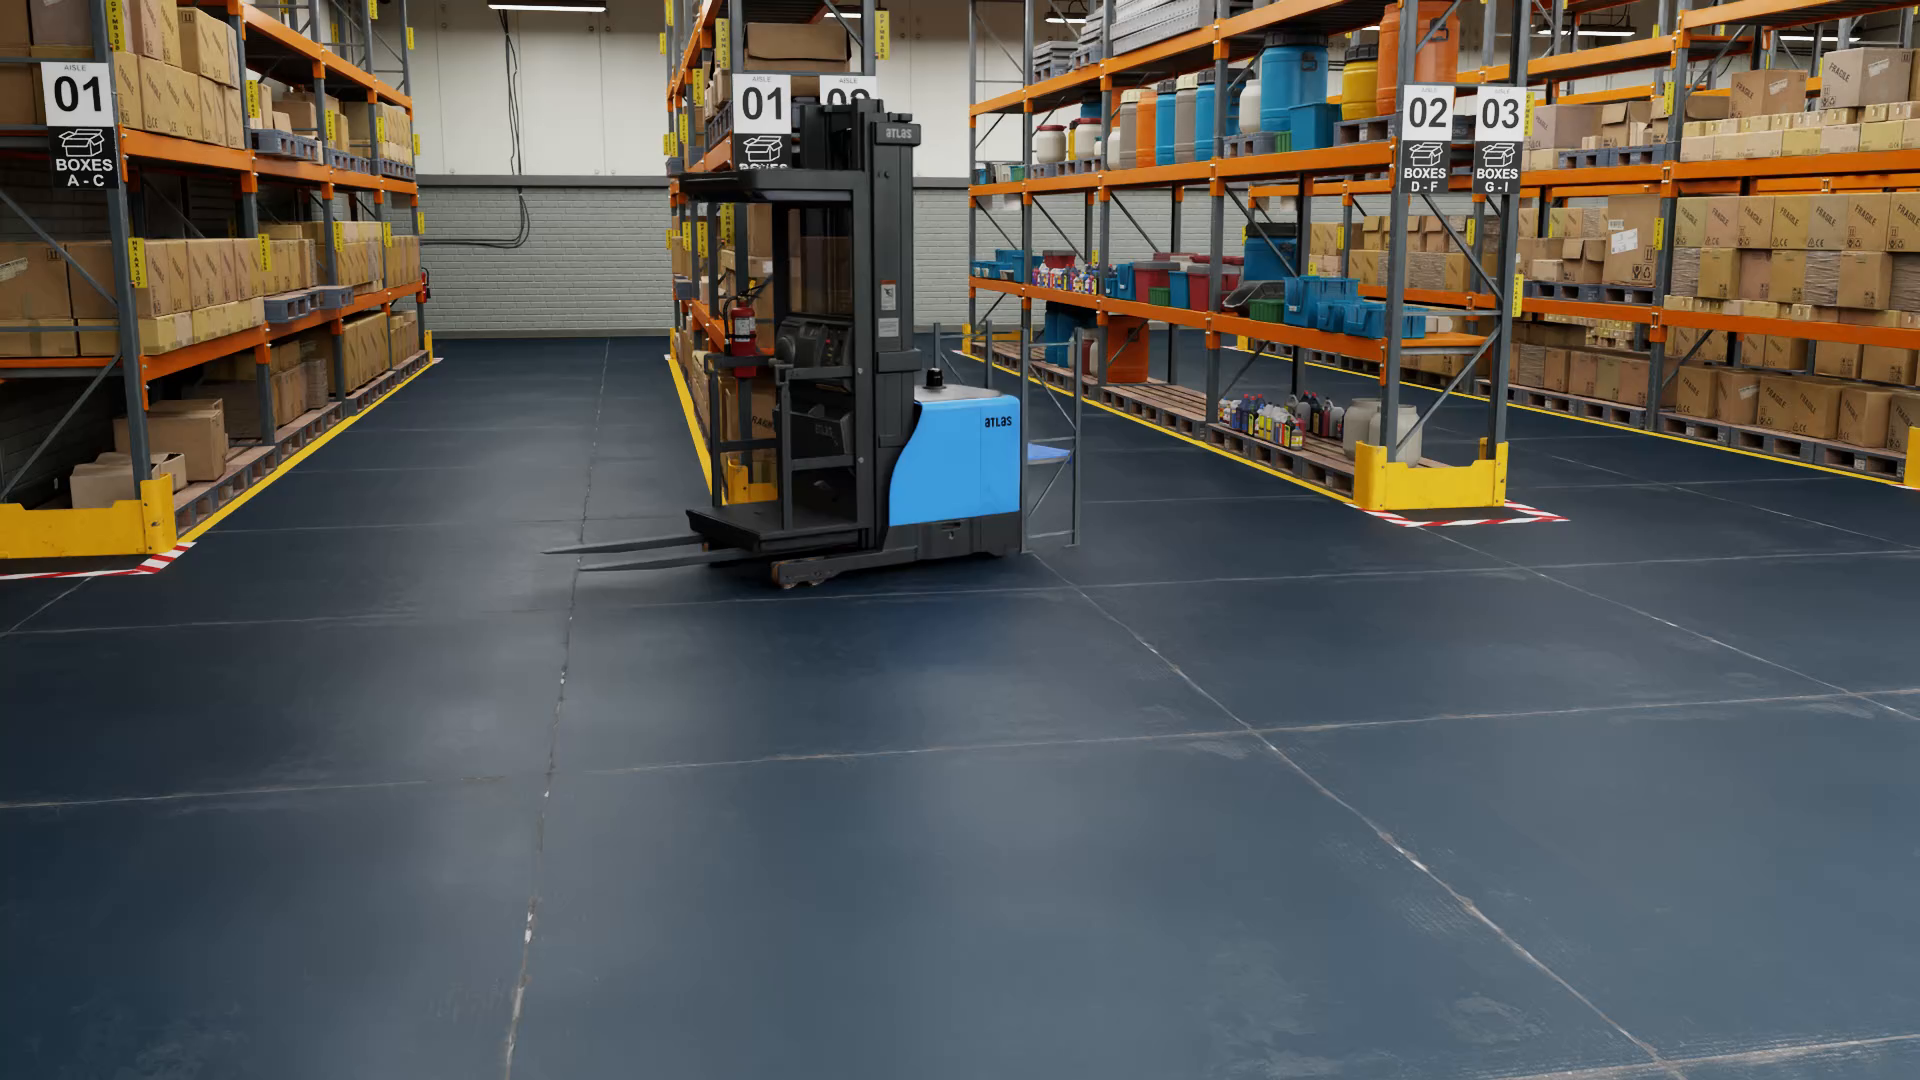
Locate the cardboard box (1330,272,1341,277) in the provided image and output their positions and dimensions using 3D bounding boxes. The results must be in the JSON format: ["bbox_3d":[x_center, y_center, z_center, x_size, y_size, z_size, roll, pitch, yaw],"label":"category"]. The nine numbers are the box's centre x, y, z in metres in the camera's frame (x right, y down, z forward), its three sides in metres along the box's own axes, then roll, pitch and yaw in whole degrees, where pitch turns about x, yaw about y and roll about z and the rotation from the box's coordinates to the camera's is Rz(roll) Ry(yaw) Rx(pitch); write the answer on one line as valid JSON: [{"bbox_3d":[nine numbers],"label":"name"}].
[{"bbox_3d":[5.914,-4.041,25.577,0.380,0.149,0.250,-2,11,-11],"label":"cardboard box"}]

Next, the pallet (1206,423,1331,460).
[{"bbox_3d":[3.081,-0.979,16.273,1.003,0.211,1.213,-2,11,-11],"label":"pallet"}]

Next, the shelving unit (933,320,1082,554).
[{"bbox_3d":[0.317,-0.750,11.626,0.538,1.500,1.048,-8,13,-35],"label":"shelving unit"}]

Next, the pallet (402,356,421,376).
[{"bbox_3d":[-8.594,-2.577,24.670,1.003,0.211,1.213,-2,11,-11],"label":"pallet"}]

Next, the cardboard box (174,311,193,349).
[{"bbox_3d":[-5.847,-1.511,11.961,0.500,0.250,0.500,-2,11,-13],"label":"cardboard box"}]

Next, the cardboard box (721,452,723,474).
[{"bbox_3d":[-1.692,-0.686,13.509,0.500,0.250,0.500,-2,11,-11],"label":"cardboard box"}]

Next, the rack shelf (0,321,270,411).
[{"bbox_3d":[-6.337,-1.393,12.915,1.077,0.370,4.000,-2,11,-11],"label":"rack shelf"}]

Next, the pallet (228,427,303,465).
[{"bbox_3d":[-6.879,-0.886,15.785,1.003,0.211,1.213,-2,11,-11],"label":"pallet"}]

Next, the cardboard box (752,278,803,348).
[{"bbox_3d":[-1.168,-1.695,12.313,0.700,0.500,0.500,-2,11,-11],"label":"cardboard box"}]

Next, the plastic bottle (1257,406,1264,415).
[{"bbox_3d":[2.844,-1.126,15.708,0.097,0.271,0.097,0,11,0],"label":"plastic bottle"}]

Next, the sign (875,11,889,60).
[{"bbox_3d":[-0.544,-3.521,11.601,0.100,0.325,0.005,-2,11,-11],"label":"sign"}]

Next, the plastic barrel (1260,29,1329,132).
[{"bbox_3d":[3.080,-4.213,15.321,0.600,0.901,0.708,-2,11,-11],"label":"plastic barrel"}]

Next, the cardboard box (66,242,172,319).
[{"bbox_3d":[-5.746,-1.782,11.380,0.500,0.500,0.500,-2,11,-11],"label":"cardboard box"}]

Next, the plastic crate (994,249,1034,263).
[{"bbox_3d":[0.906,-4.666,27.935,0.616,0.435,0.499,-2,11,-11],"label":"plastic crate"}]

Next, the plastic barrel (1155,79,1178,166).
[{"bbox_3d":[2.425,-4.518,18.049,0.600,0.901,0.708,-2,11,-11],"label":"plastic barrel"}]

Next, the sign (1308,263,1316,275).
[{"bbox_3d":[3.533,-2.627,16.736,0.100,0.325,0.005,-2,11,-11],"label":"sign"}]

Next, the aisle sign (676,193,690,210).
[{"bbox_3d":[-4.503,-5.773,27.054,0.394,0.787,0.004,-2,11,-11],"label":"aisle sign"}]

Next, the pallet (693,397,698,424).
[{"bbox_3d":[-2.524,-1.505,19.039,1.003,0.211,1.213,-2,11,-11],"label":"pallet"}]

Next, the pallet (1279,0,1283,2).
[{"bbox_3d":[3.420,-4.757,14.194,1.003,0.211,1.213,-2,11,-11],"label":"pallet"}]

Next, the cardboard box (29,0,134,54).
[{"bbox_3d":[-5.785,-3.482,10.953,0.500,0.500,0.500,-3,11,-15],"label":"cardboard box"}]

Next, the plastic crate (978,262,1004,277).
[{"bbox_3d":[0.511,-4.443,27.306,0.416,0.233,0.300,-2,11,-11],"label":"plastic crate"}]

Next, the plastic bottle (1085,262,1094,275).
[{"bbox_3d":[1.830,-3.720,23.352,0.144,0.351,0.185,-2,11,-11],"label":"plastic bottle"}]

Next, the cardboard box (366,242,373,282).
[{"bbox_3d":[-7.747,-3.524,21.072,0.500,0.500,0.500,-2,11,-11],"label":"cardboard box"}]

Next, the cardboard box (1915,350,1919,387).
[{"bbox_3d":[12.342,-2.204,20.146,1.050,0.750,0.750,-2,11,-11],"label":"cardboard box"}]

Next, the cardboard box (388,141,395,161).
[{"bbox_3d":[-8.243,-5.466,23.378,0.500,0.250,0.500,-2,11,-12],"label":"cardboard box"}]

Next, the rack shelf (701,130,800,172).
[{"bbox_3d":[-1.479,-3.047,13.584,1.077,0.370,4.000,-2,11,-11],"label":"rack shelf"}]

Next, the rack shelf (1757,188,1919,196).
[{"bbox_3d":[15.626,-5.968,28.930,1.077,0.370,4.000,-2,11,-11],"label":"rack shelf"}]

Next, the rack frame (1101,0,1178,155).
[{"bbox_3d":[2.214,-6.154,19.961,1.000,3.000,0.127,-2,11,-11],"label":"rack frame"}]

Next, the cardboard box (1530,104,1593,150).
[{"bbox_3d":[7.111,-4.874,19.657,0.500,0.500,0.500,-2,11,-13],"label":"cardboard box"}]

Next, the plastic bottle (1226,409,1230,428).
[{"bbox_3d":[2.663,-1.203,16.301,0.097,0.201,0.097,0,11,0],"label":"plastic bottle"}]

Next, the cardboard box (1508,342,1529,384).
[{"bbox_3d":[7.222,-2.253,21.019,0.700,0.500,0.500,-3,11,-14],"label":"cardboard box"}]

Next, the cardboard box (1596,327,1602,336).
[{"bbox_3d":[10.719,-3.428,27.389,0.380,0.149,0.250,-2,11,-10],"label":"cardboard box"}]

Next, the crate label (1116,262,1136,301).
[{"bbox_3d":[2.142,-3.032,19.510,0.502,0.435,0.616,-2,11,-11],"label":"crate label"}]

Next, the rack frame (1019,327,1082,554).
[{"bbox_3d":[0.612,-0.673,11.220,0.500,1.500,0.032,-8,13,-35],"label":"rack frame"}]

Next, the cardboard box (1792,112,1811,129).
[{"bbox_3d":[7.985,-3.894,15.447,0.380,0.149,0.250,-2,11,-10],"label":"cardboard box"}]

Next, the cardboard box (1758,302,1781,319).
[{"bbox_3d":[7.902,-2.205,15.930,0.380,0.149,0.250,-2,11,-11],"label":"cardboard box"}]

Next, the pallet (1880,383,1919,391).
[{"bbox_3d":[12.270,-1.808,20.632,1.003,0.211,1.213,-2,11,-11],"label":"pallet"}]

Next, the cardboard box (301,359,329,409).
[{"bbox_3d":[-7.313,-1.704,18.138,0.700,0.500,0.500,-2,11,-10],"label":"cardboard box"}]

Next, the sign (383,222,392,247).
[{"bbox_3d":[-7.752,-4.131,22.496,0.100,0.325,0.005,-2,11,-11],"label":"sign"}]

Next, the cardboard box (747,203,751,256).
[{"bbox_3d":[-1.286,-2.438,12.749,0.700,0.500,0.500,-2,11,-12],"label":"cardboard box"}]

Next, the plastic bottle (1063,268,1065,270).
[{"bbox_3d":[1.481,-3.616,23.006,0.152,0.276,0.135,-2,11,-11],"label":"plastic bottle"}]

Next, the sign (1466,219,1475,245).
[{"bbox_3d":[6.528,-3.935,21.251,0.100,0.325,0.005,-2,11,-11],"label":"sign"}]

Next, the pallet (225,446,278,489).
[{"bbox_3d":[-6.561,-0.621,14.395,1.003,0.211,1.213,-2,11,-11],"label":"pallet"}]

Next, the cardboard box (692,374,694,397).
[{"bbox_3d":[-2.832,-1.776,19.236,0.500,0.250,0.500,-2,11,-11],"label":"cardboard box"}]

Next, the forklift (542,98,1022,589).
[{"bbox_3d":[-1.102,-1.256,10.454,3.031,2.935,1.130,-7,13,-33],"label":"forklift"}]

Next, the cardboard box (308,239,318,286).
[{"bbox_3d":[-7.403,-3.026,18.128,0.700,0.500,0.500,-3,11,-18],"label":"cardboard box"}]

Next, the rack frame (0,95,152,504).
[{"bbox_3d":[-5.948,-1.379,10.920,1.000,3.000,0.127,-2,11,-11],"label":"rack frame"}]

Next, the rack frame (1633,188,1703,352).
[{"bbox_3d":[11.179,-4.282,26.173,1.000,3.000,0.127,-2,11,-11],"label":"rack frame"}]

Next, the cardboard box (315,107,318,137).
[{"bbox_3d":[-7.809,-4.767,19.255,0.700,0.500,0.500,-3,11,-14],"label":"cardboard box"}]

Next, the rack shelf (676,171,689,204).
[{"bbox_3d":[-3.035,-4.514,21.293,1.077,0.370,4.000,-2,11,-11],"label":"rack shelf"}]

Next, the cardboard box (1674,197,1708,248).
[{"bbox_3d":[7.688,-3.248,17.001,0.500,0.500,0.500,-2,11,-11],"label":"cardboard box"}]
